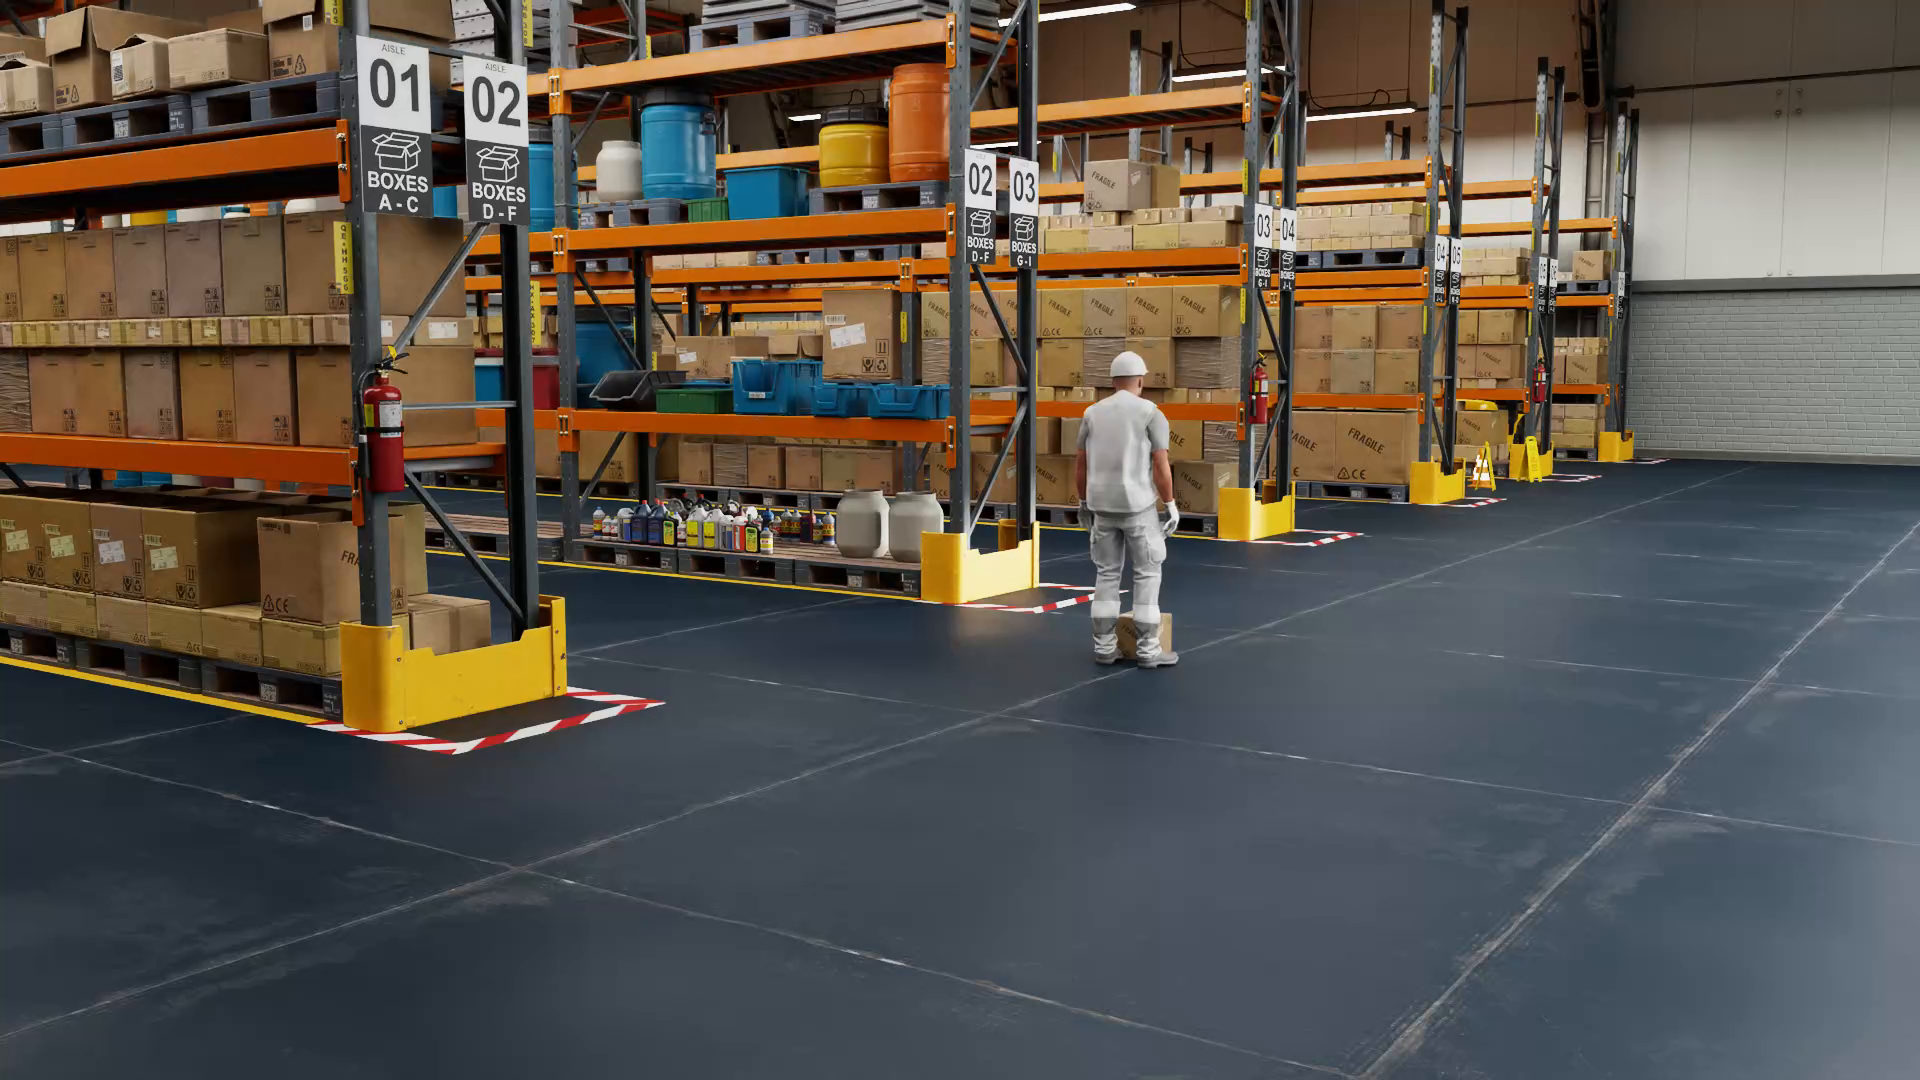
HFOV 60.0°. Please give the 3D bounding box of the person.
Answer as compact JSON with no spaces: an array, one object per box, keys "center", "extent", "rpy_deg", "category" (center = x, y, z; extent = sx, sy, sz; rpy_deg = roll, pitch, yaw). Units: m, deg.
[{"center":[0.945,-0.178,9.465],"extent":[0.623,1.780,0.446],"rpy_deg":[4,7,31],"category":"person"}]
